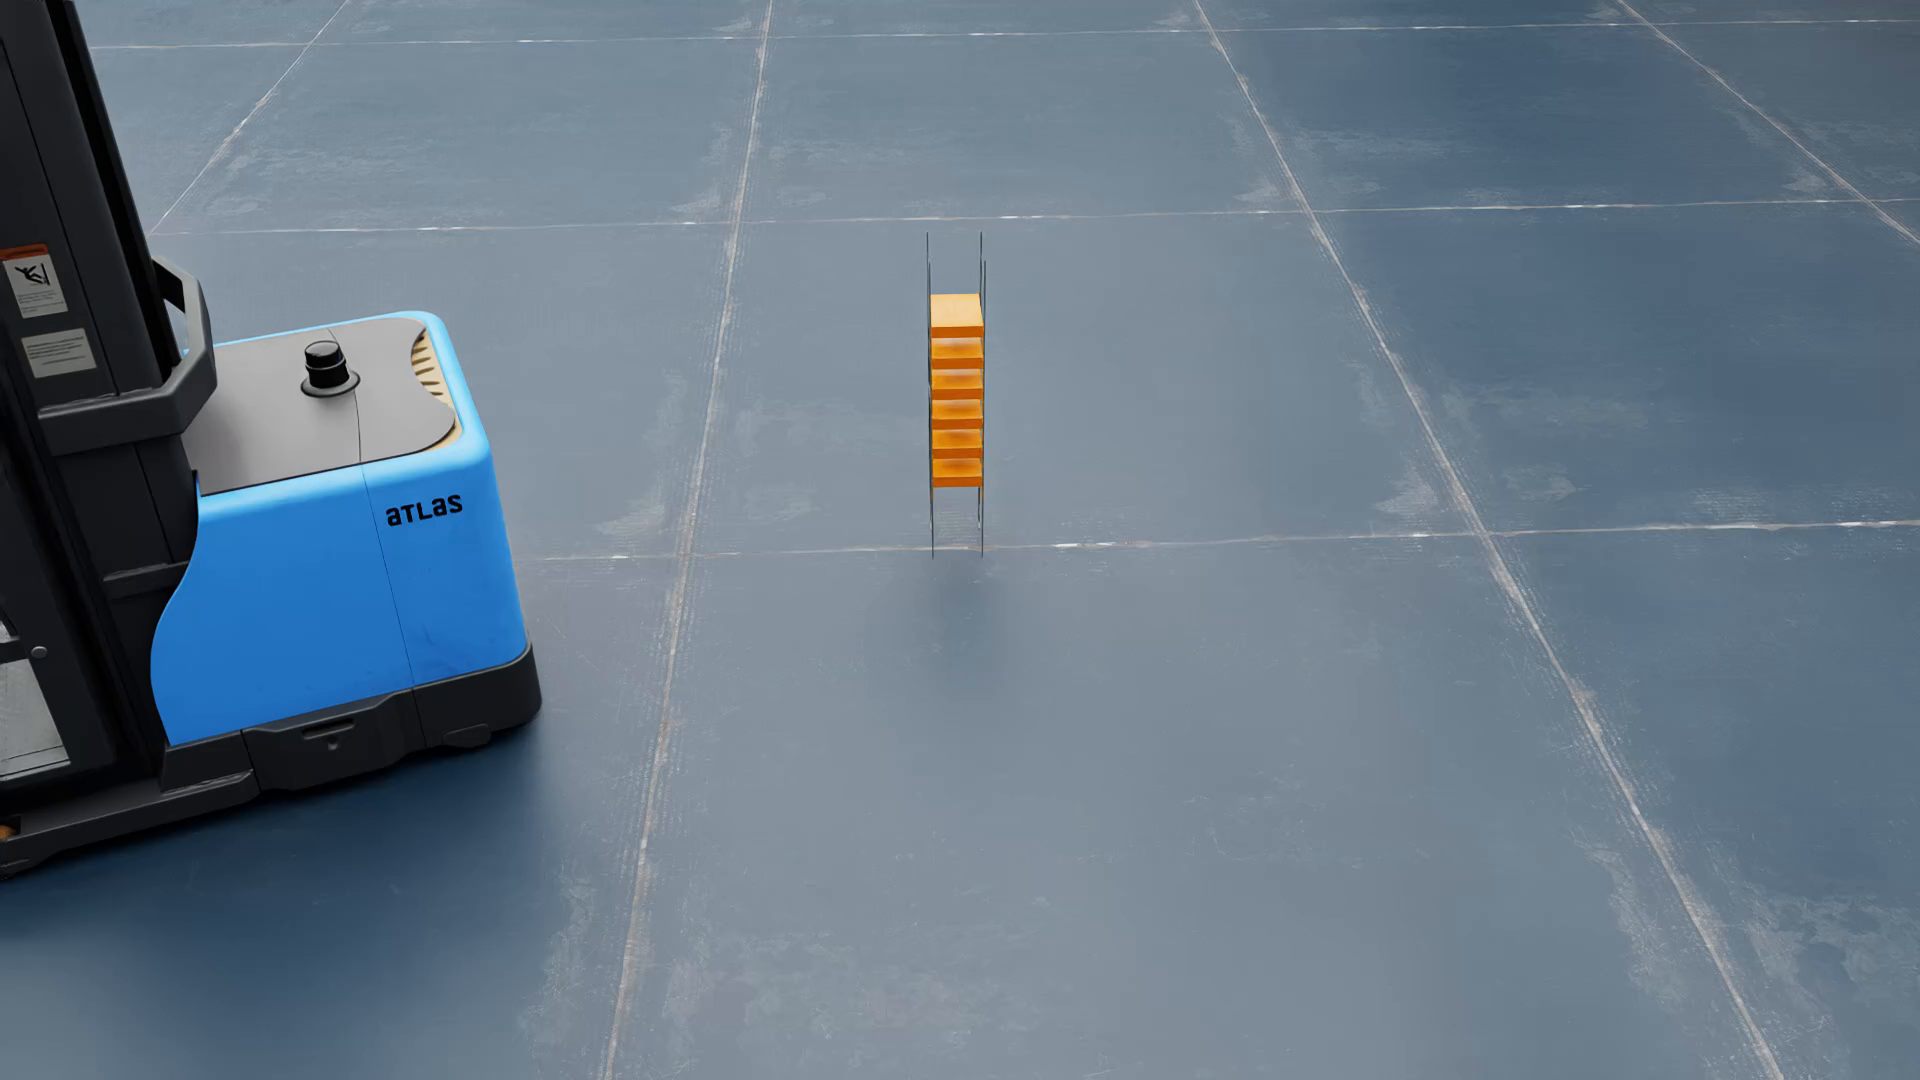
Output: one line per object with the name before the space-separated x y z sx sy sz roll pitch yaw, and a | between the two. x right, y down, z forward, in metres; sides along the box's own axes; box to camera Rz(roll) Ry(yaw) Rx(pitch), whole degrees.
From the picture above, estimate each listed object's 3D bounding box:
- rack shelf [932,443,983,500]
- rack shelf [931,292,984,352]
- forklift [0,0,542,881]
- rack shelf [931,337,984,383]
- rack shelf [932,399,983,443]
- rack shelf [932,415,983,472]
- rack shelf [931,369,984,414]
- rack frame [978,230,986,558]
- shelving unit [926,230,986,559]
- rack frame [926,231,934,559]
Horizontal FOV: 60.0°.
rack shelf | -0.014 -0.259 6.070 0.180 0.103 0.258 -2 35 -2
rack shelf | -0.014 -0.752 5.728 0.180 0.103 0.258 -2 35 -2
forklift | -2.913 -0.514 4.418 3.031 2.935 1.130 -14 37 -19
rack shelf | -0.014 -0.654 5.797 0.180 0.103 0.258 -2 35 -2
rack shelf | -0.014 -0.456 5.933 0.180 0.103 0.258 -2 35 -2
rack shelf | -0.014 -0.358 6.002 0.180 0.103 0.258 -2 35 -2
rack shelf | -0.014 -0.555 5.865 0.180 0.103 0.258 -2 35 -2
rack frame | 0.077 -0.495 5.912 0.006 1.200 0.240 -2 35 -2
shelving unit | -0.014 -0.493 5.908 0.189 1.200 0.258 -2 35 -2
rack frame | -0.106 -0.491 5.904 0.006 1.200 0.240 -2 35 -2
